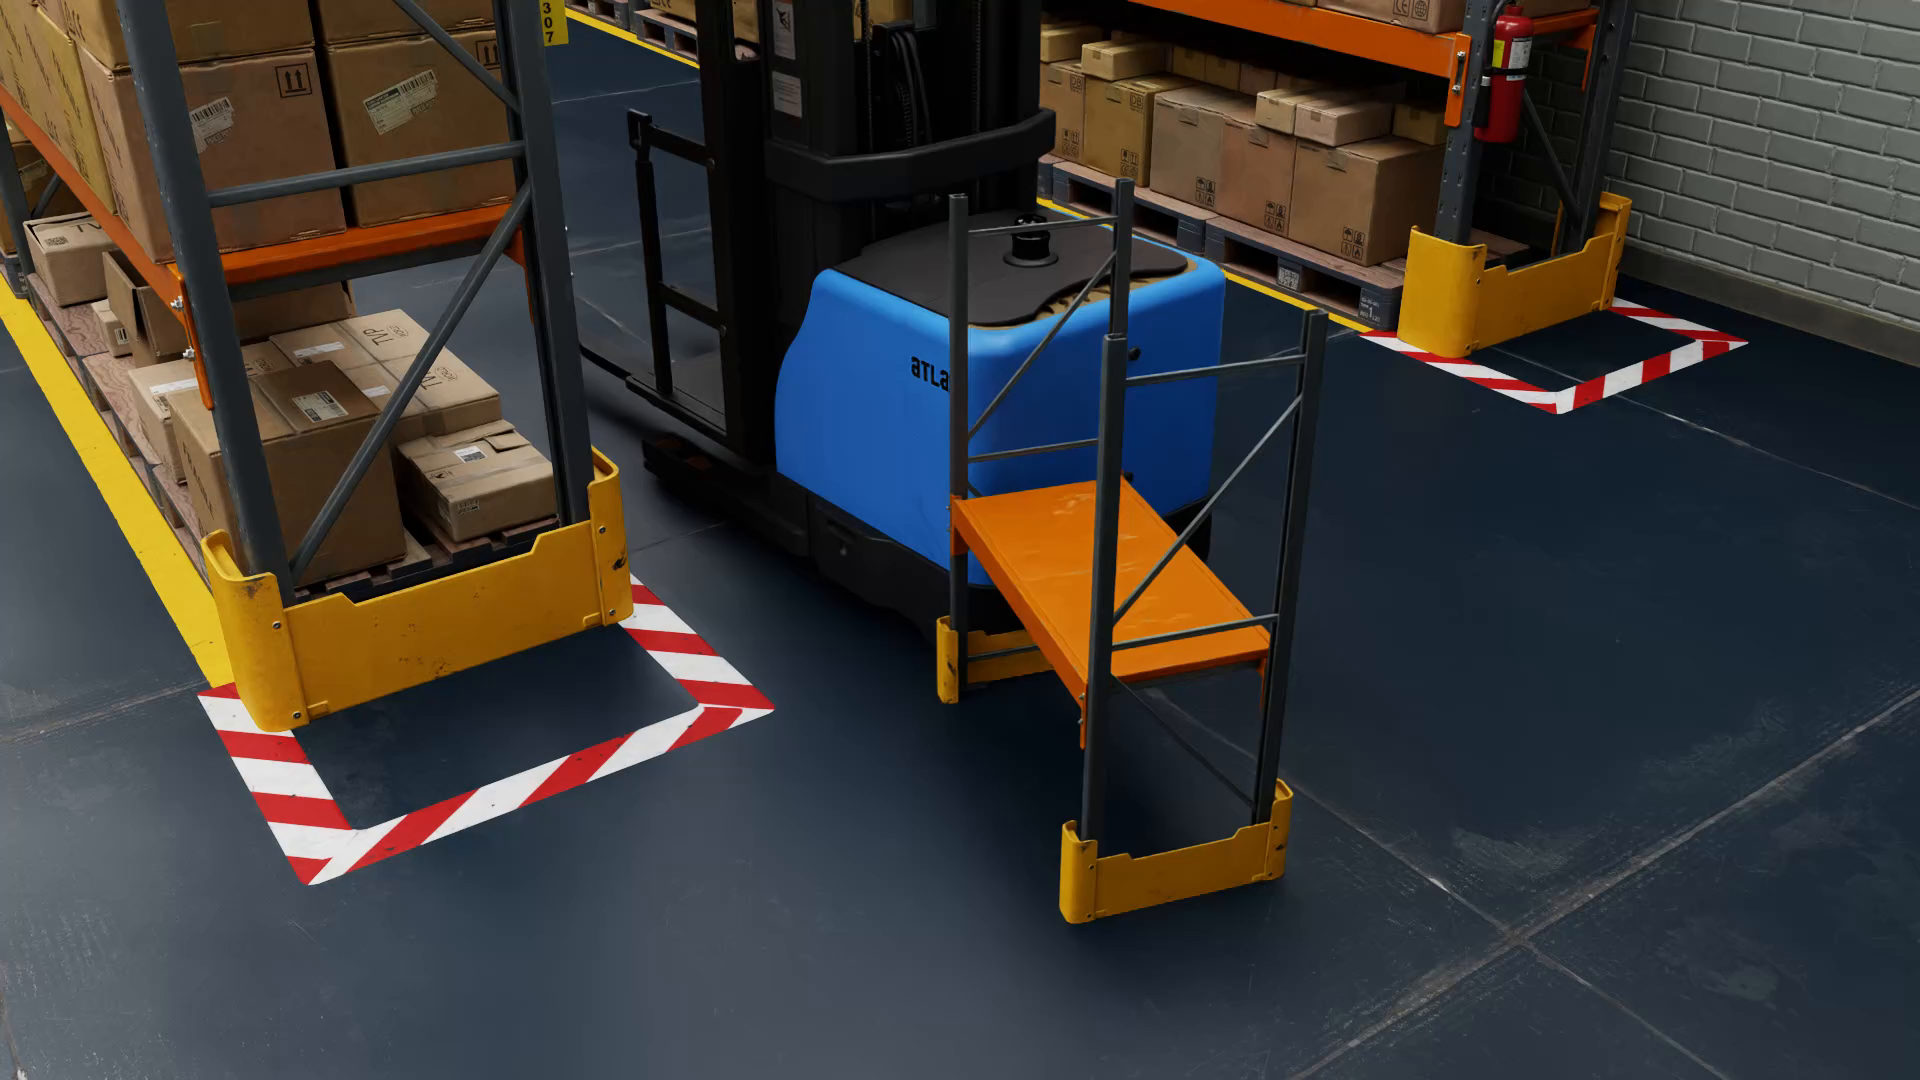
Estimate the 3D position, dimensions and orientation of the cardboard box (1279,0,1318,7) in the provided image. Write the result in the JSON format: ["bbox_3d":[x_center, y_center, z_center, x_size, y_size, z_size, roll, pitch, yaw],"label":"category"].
[{"bbox_3d":[1.747,-2.935,7.698,0.980,0.700,0.700,-19,34,-31],"label":"cardboard box"}]

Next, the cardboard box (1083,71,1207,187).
[{"bbox_3d":[1.096,-2.254,8.936,0.700,0.500,0.500,-18,33,-30],"label":"cardboard box"}]

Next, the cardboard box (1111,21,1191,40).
[{"bbox_3d":[1.050,-2.740,9.152,0.380,0.149,0.250,-20,34,-32],"label":"cardboard box"}]

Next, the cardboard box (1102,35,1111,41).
[{"bbox_3d":[0.512,-2.650,9.666,0.700,0.500,0.500,-18,33,-30],"label":"cardboard box"}]

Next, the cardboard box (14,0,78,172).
[{"bbox_3d":[-2.621,-1.494,5.254,0.500,0.500,0.500,-18,34,-30],"label":"cardboard box"}]

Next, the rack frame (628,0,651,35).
[{"bbox_3d":[-2.159,-5.438,12.621,1.000,3.000,0.127,-19,34,-31],"label":"rack frame"}]

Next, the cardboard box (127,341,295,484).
[{"bbox_3d":[-2.594,-0.461,5.877,0.500,0.250,0.500,-19,34,-31],"label":"cardboard box"}]

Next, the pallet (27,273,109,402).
[{"bbox_3d":[-3.474,-1.018,7.403,1.003,0.211,1.213,-19,34,-31],"label":"pallet"}]

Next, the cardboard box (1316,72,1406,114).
[{"bbox_3d":[1.935,-2.147,8.060,0.380,0.149,0.250,-19,34,-31],"label":"cardboard box"}]

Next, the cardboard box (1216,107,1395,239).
[{"bbox_3d":[1.704,-1.853,8.199,0.700,0.500,0.500,-19,34,-31],"label":"cardboard box"}]

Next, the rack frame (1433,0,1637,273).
[{"bbox_3d":[2.482,-2.328,6.894,1.000,3.000,0.127,-19,34,-31],"label":"rack frame"}]

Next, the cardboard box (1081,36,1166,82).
[{"bbox_3d":[0.865,-2.549,8.800,0.380,0.149,0.250,-20,34,-32],"label":"cardboard box"}]

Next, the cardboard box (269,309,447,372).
[{"bbox_3d":[-2.216,-0.619,6.167,0.500,0.250,0.500,-19,34,-31],"label":"cardboard box"}]

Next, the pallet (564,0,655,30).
[{"bbox_3d":[-2.611,-4.517,13.846,1.003,0.211,1.213,-19,34,-31],"label":"pallet"}]

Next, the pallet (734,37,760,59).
[{"bbox_3d":[-1.059,-3.412,11.811,1.003,0.211,1.213,-19,34,-31],"label":"pallet"}]

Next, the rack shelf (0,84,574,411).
[{"bbox_3d":[-2.711,-1.417,5.970,1.077,0.370,4.000,-19,34,-31],"label":"rack shelf"}]

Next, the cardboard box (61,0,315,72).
[{"bbox_3d":[-2.033,-1.536,4.282,0.500,0.500,0.500,-19,34,-31],"label":"cardboard box"}]

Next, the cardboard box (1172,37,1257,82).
[{"bbox_3d":[1.346,-2.542,8.786,0.380,0.149,0.250,-19,34,-31],"label":"cardboard box"}]

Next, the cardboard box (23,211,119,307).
[{"bbox_3d":[-3.804,-1.299,7.356,0.500,0.311,0.500,-19,34,-31],"label":"cardboard box"}]

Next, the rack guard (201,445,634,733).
[{"bbox_3d":[-1.595,0.113,5.017,1.175,0.500,0.348,-19,34,-31],"label":"rack guard"}]

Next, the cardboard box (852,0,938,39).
[{"bbox_3d":[-0.321,-3.340,10.569,0.750,0.750,0.750,-18,33,-30],"label":"cardboard box"}]

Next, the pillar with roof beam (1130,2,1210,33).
[{"bbox_3d":[-2.235,-5.295,6.071,9.100,9.000,0.400,-19,34,-31],"label":"pillar with roof beam"}]

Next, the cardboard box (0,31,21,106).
[{"bbox_3d":[-3.210,-1.888,5.978,0.500,0.500,0.500,-19,34,-31],"label":"cardboard box"}]

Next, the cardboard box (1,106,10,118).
[{"bbox_3d":[-4.671,-1.912,8.286,0.500,0.500,0.500,-19,34,-30],"label":"cardboard box"}]

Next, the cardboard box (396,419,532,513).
[{"bbox_3d":[-1.659,-0.259,5.591,0.380,0.166,0.250,-19,34,-31],"label":"cardboard box"}]

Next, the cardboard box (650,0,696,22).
[{"bbox_3d":[-1.839,-4.356,12.440,0.750,0.750,0.750,-19,34,-31],"label":"cardboard box"}]

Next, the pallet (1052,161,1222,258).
[{"bbox_3d":[1.251,-1.866,8.965,1.003,0.211,1.213,-19,34,-31],"label":"pallet"}]

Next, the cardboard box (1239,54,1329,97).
[{"bbox_3d":[1.642,-2.343,8.421,0.380,0.149,0.250,-18,33,-30],"label":"cardboard box"}]

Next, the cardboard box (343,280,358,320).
[{"bbox_3d":[-2.875,-1.088,6.966,0.500,0.311,0.500,-19,34,-31],"label":"cardboard box"}]

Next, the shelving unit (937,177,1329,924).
[{"bbox_3d":[0.375,-0.012,4.201,0.587,1.500,1.083,-9,30,-16],"label":"shelving unit"}]

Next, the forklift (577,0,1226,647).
[{"bbox_3d":[-0.514,-1.565,5.560,1.130,2.935,3.031,-22,36,-35],"label":"forklift"}]

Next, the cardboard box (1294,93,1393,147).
[{"bbox_3d":[1.771,-1.943,7.685,0.380,0.149,0.250,-19,34,-31],"label":"cardboard box"}]

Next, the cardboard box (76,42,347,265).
[{"bbox_3d":[-2.033,-1.098,4.524,0.500,0.500,0.500,-18,33,-29],"label":"cardboard box"}]

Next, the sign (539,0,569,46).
[{"bbox_3d":[-1.109,-1.486,4.436,0.100,0.325,0.005,-19,34,-31],"label":"sign"}]

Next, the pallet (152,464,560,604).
[{"bbox_3d":[-2.058,-0.069,5.656,1.003,0.211,1.213,-19,34,-31],"label":"pallet"}]

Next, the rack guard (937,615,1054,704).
[{"bbox_3d":[0.220,0.311,4.915,0.587,0.250,0.087,-9,30,-16],"label":"rack guard"}]

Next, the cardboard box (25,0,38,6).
[{"bbox_3d":[-2.632,-1.932,5.012,0.500,0.500,0.500,-18,33,-29],"label":"cardboard box"}]

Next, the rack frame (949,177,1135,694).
[{"bbox_3d":[0.214,-0.247,4.633,0.500,1.500,0.032,-9,30,-16],"label":"rack frame"}]
